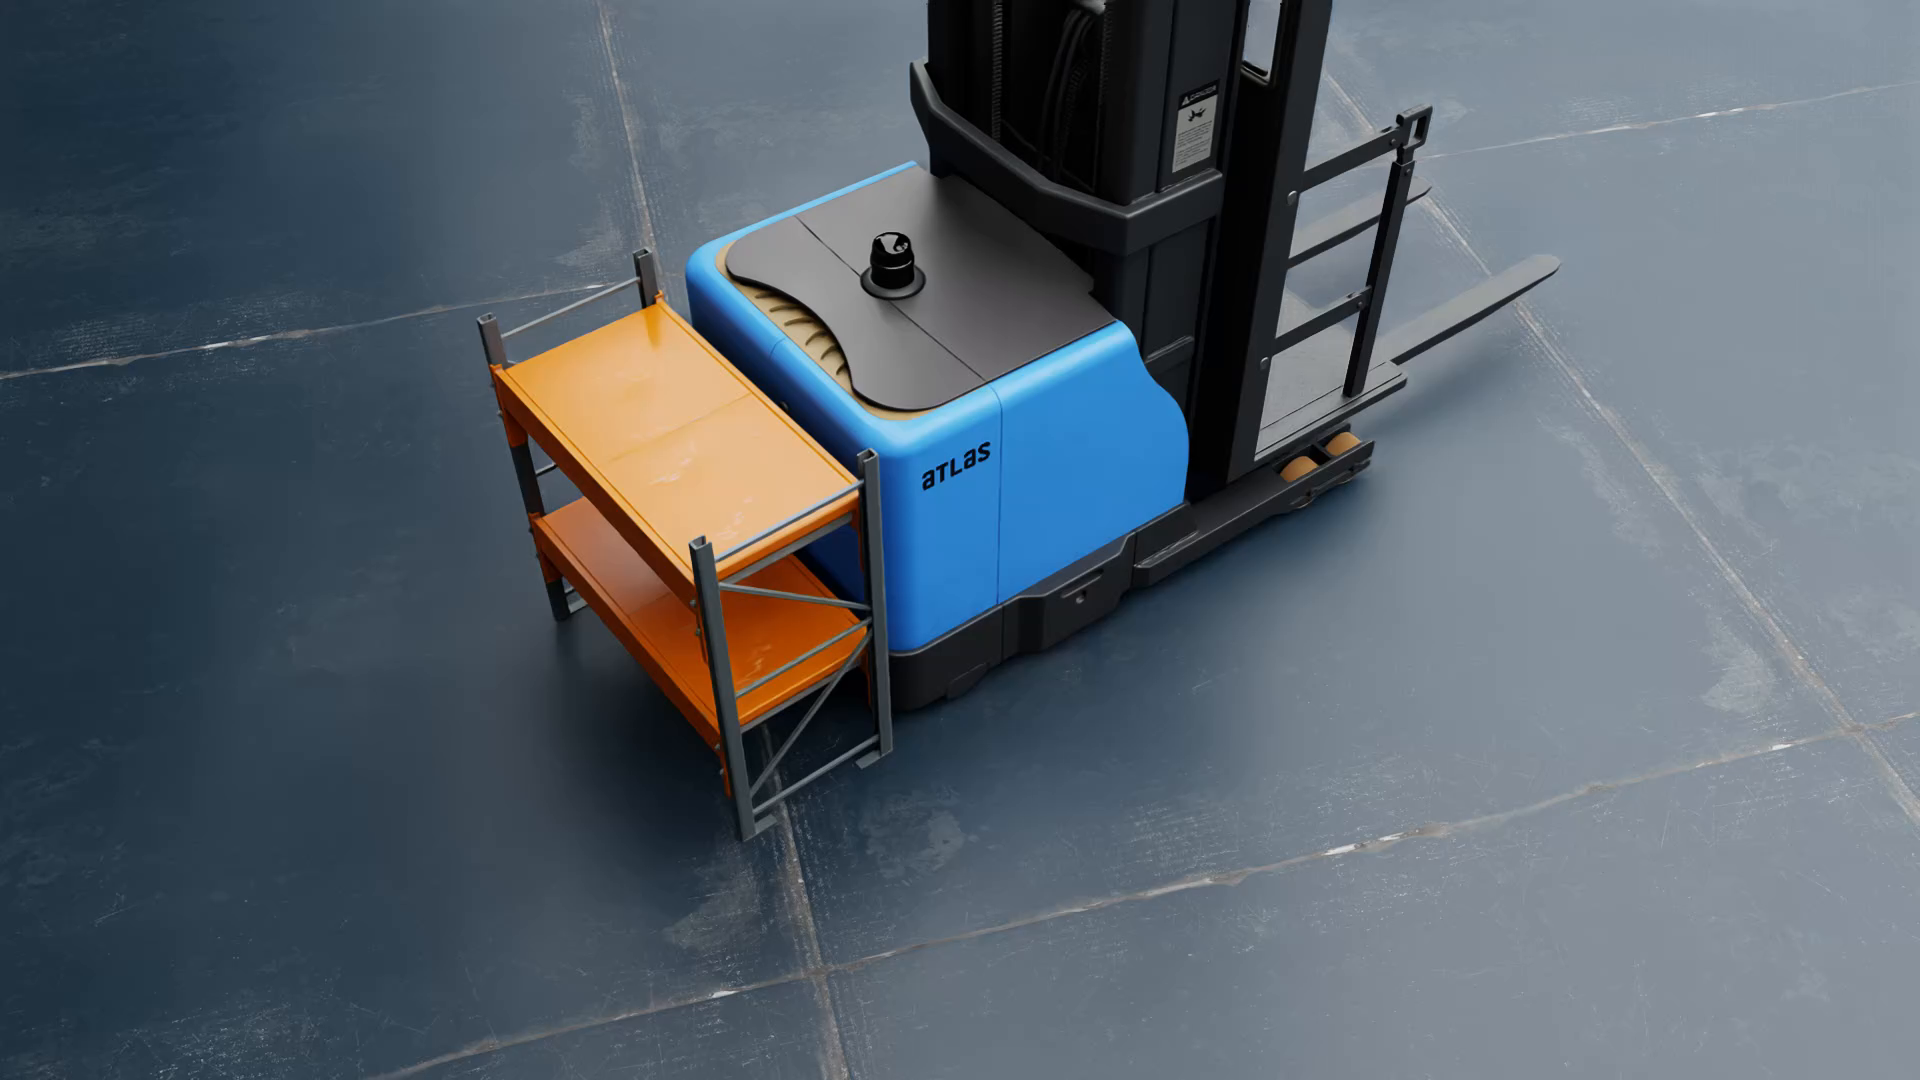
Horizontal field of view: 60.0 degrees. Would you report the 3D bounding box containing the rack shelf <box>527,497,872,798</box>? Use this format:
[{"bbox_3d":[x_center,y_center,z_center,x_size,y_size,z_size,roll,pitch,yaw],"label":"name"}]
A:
[{"bbox_3d":[-0.709,0.186,4.619,0.538,0.278,1.000,-29,52,-26],"label":"rack shelf"}]

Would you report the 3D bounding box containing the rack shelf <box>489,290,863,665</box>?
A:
[{"bbox_3d":[-0.709,-0.191,4.237,0.538,0.278,1.000,-29,52,-26],"label":"rack shelf"}]

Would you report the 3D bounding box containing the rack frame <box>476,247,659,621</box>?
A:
[{"bbox_3d":[-1.024,-0.270,4.726,0.500,1.125,0.032,-29,52,-26],"label":"rack frame"}]

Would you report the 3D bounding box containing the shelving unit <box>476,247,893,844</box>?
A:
[{"bbox_3d":[-0.709,0.014,4.445,0.538,1.125,1.048,-29,52,-26],"label":"shelving unit"}]

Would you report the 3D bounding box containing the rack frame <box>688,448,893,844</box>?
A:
[{"bbox_3d":[-0.394,0.298,4.165,0.500,1.125,0.032,-29,52,-26],"label":"rack frame"}]

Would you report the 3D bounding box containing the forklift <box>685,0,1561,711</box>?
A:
[{"bbox_3d":[0.722,-1.406,4.576,3.031,2.935,1.130,-28,52,-25],"label":"forklift"}]
